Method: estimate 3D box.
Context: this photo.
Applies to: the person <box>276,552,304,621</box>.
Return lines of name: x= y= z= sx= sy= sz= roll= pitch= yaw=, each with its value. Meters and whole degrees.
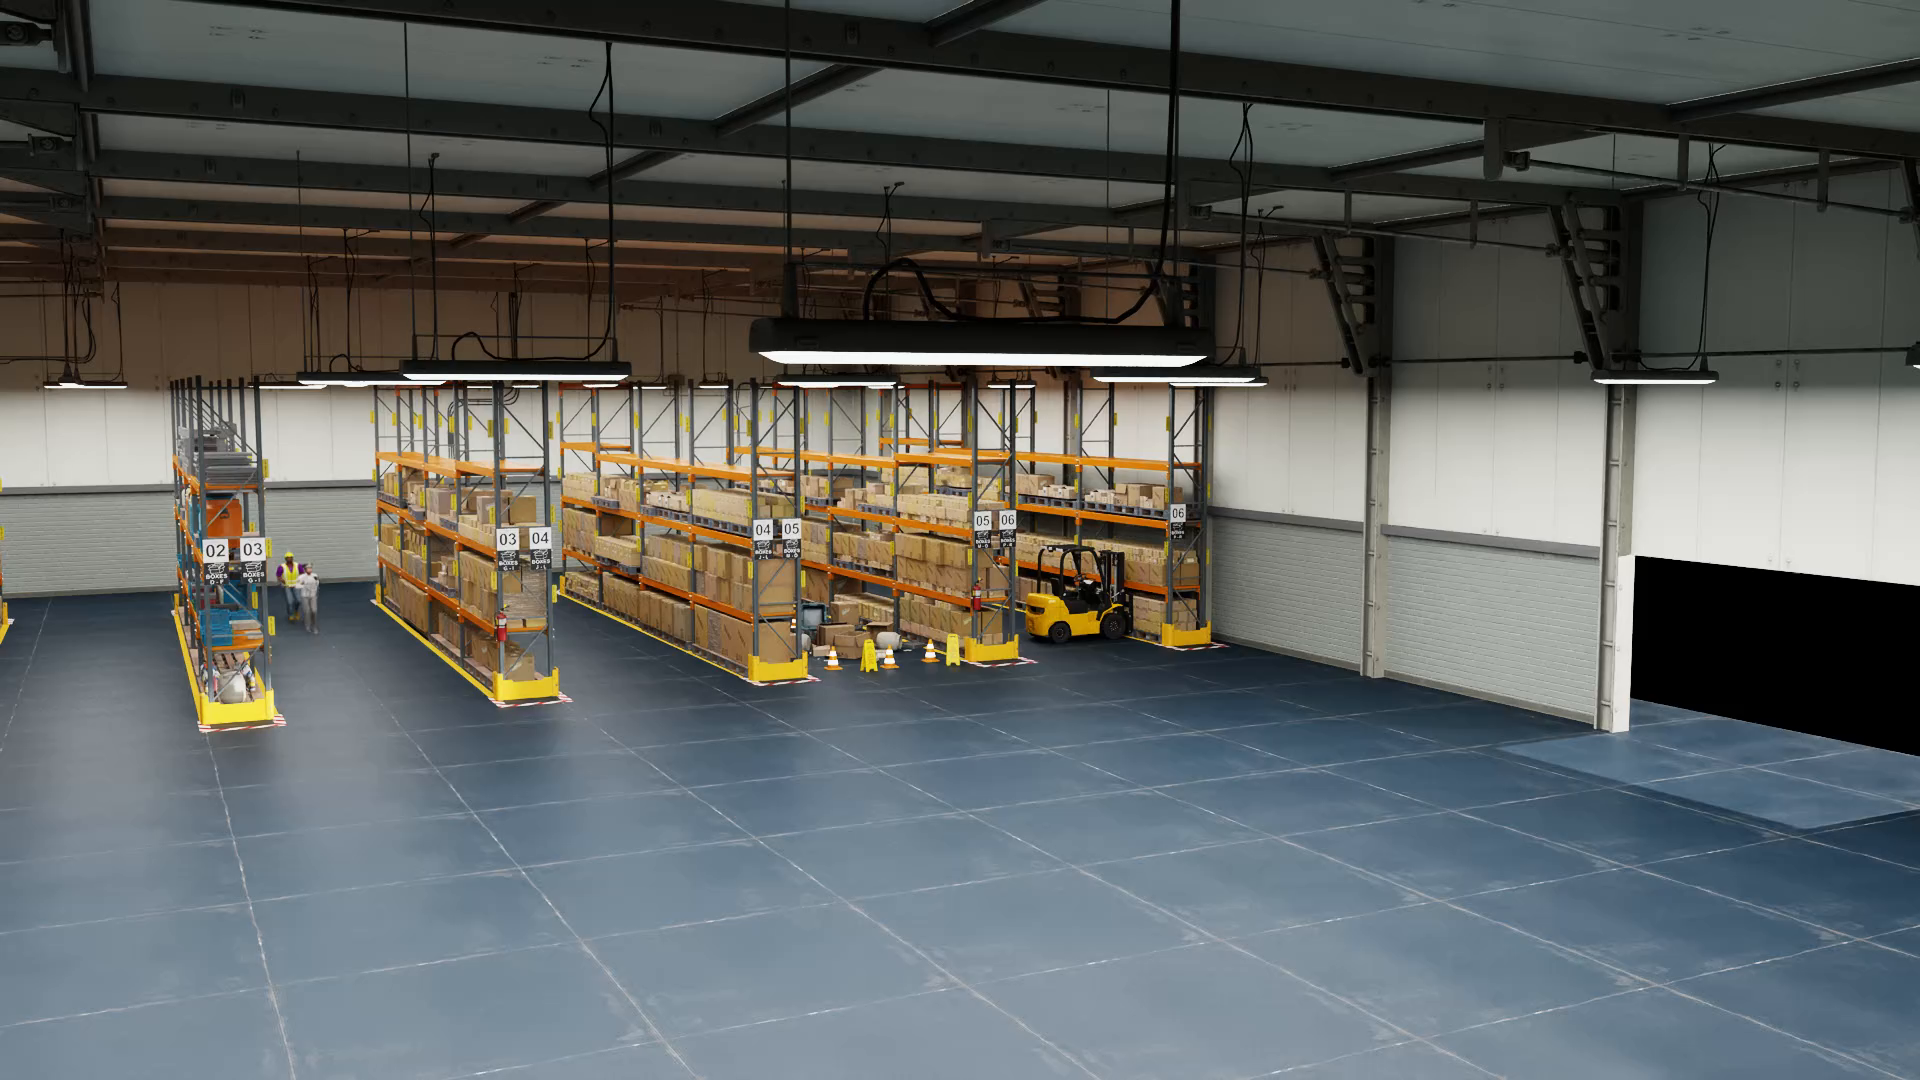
person: x=-16.630 y=1.170 z=41.376 sx=0.673 sy=1.732 sz=0.633 roll=-3 pitch=6 yaw=-30

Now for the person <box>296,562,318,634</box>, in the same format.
person: x=-15.459 y=1.383 z=39.448 sx=0.574 sy=1.725 sz=0.716 roll=-3 pitch=6 yaw=-34

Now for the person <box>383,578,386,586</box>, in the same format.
person: x=-15.978 y=0.723 z=46.657 sx=0.805 sy=1.824 sz=0.726 roll=-1 pitch=5 yaw=-9
